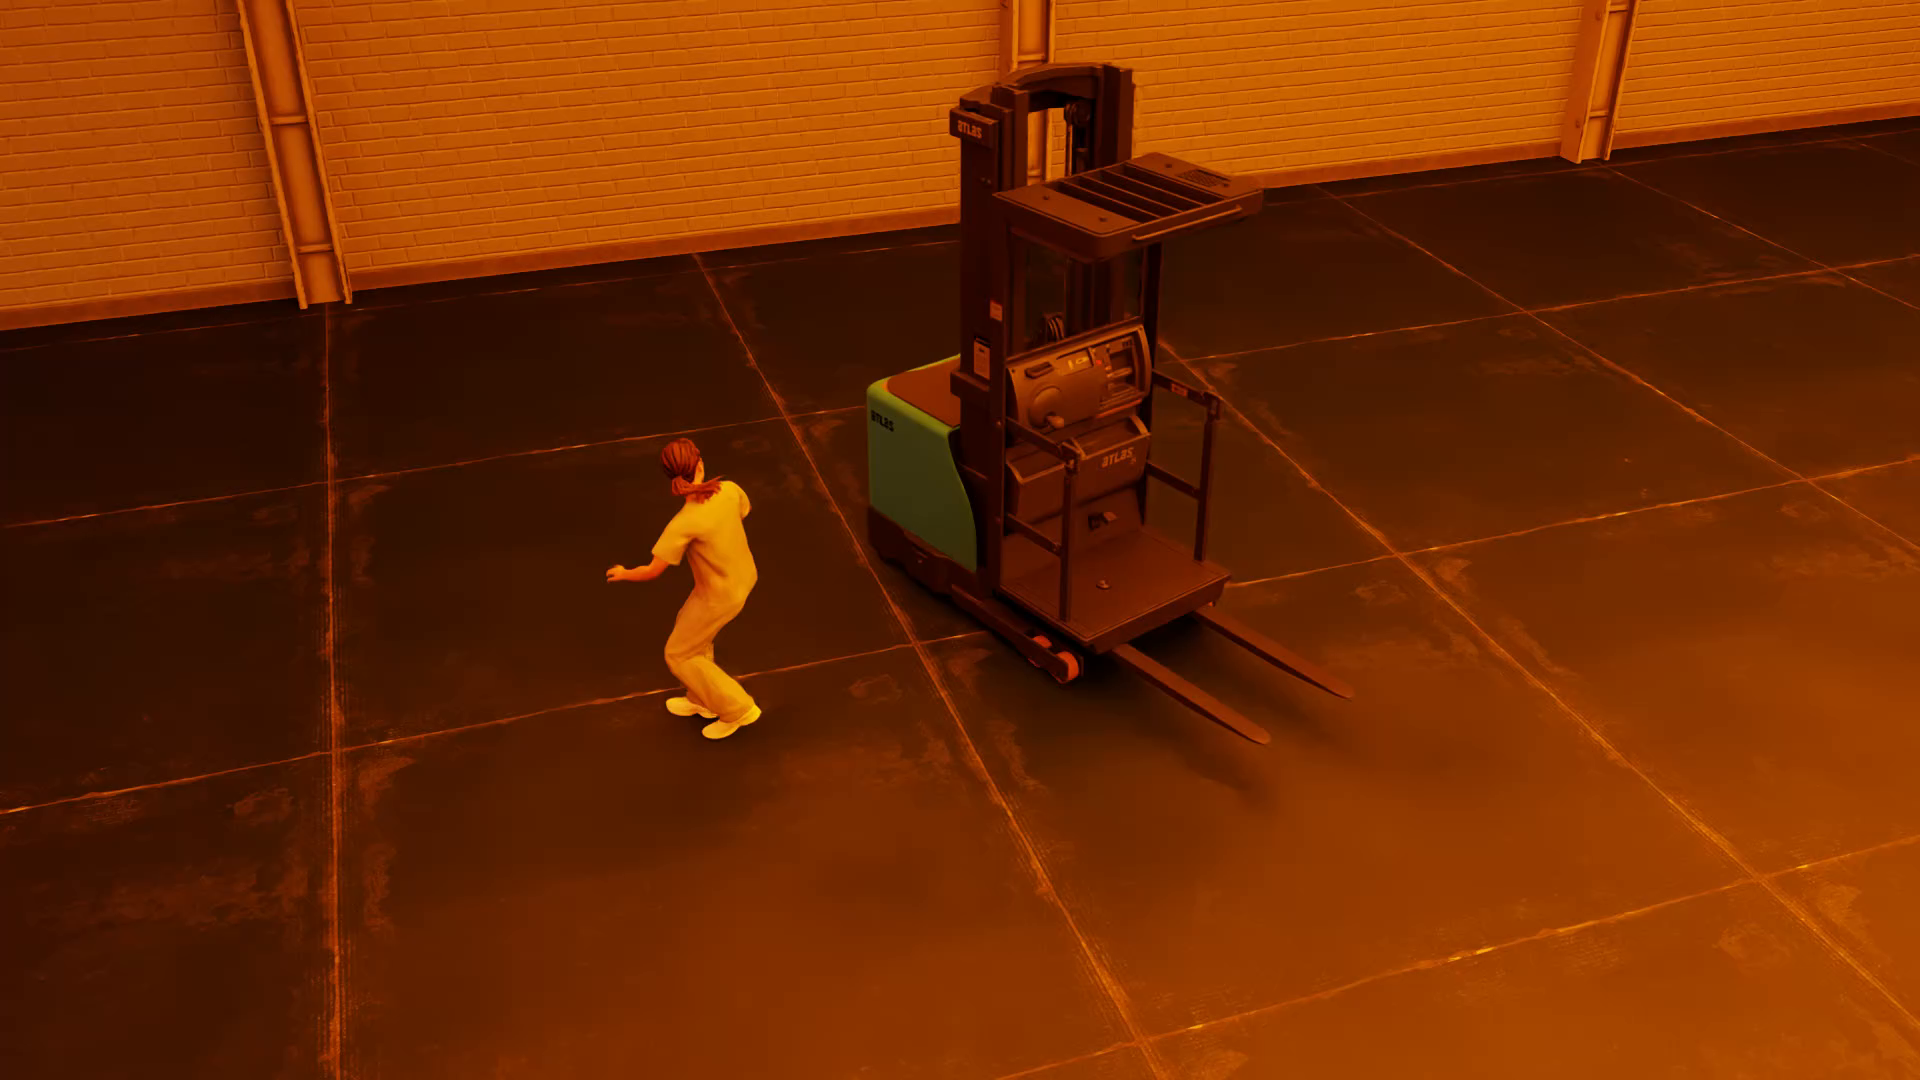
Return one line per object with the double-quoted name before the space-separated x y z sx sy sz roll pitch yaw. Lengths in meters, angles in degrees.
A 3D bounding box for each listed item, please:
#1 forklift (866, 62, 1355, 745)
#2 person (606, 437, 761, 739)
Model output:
"forklift" 0.762 -0.801 8.479 1.130 2.935 3.031 -22 36 -33
"person" -1.310 0.206 8.095 0.698 1.570 0.718 9 31 15
